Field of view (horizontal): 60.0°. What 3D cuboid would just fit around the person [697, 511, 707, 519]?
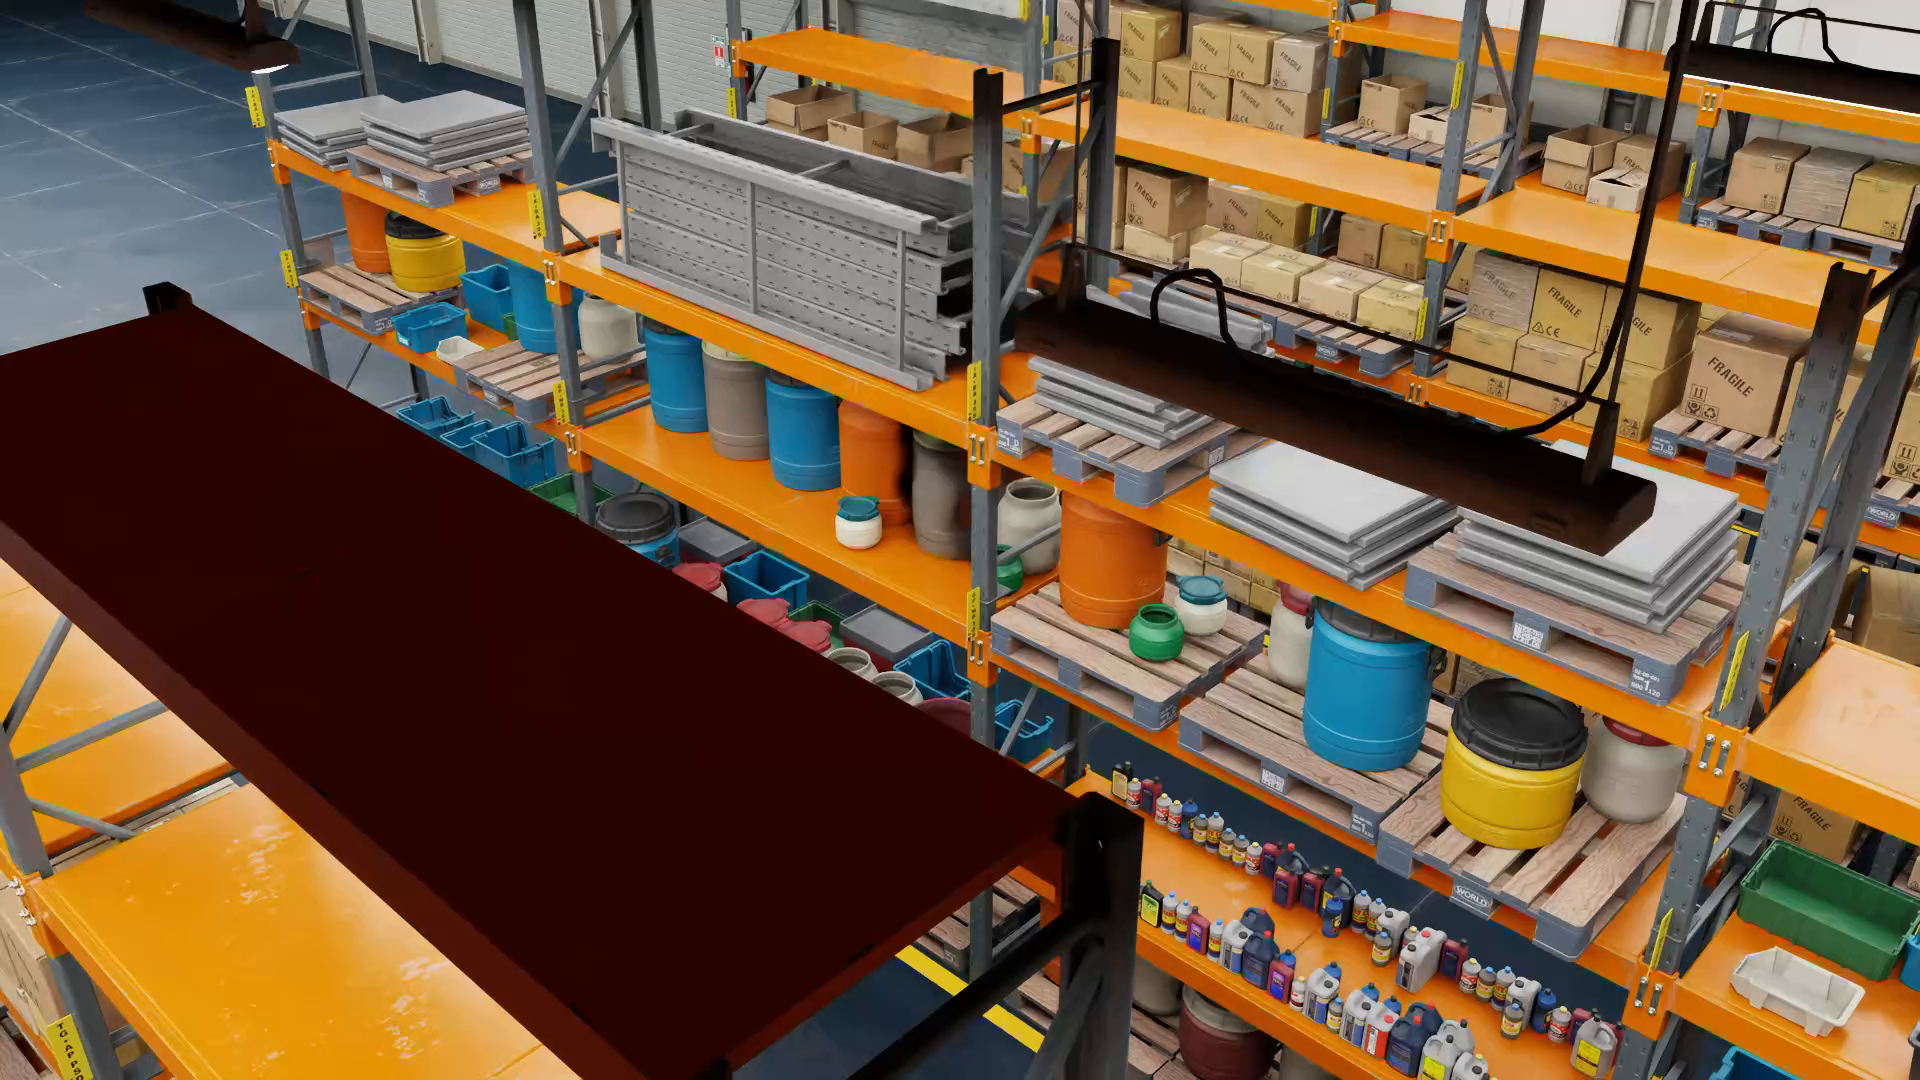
[{"bbox_3d":[-2.199,-0.573,15.502,0.600,1.719,0.695,16,33,27],"label":"person"}]

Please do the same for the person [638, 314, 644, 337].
[{"bbox_3d":[-3.558,-2.851,19.506,0.701,1.808,0.695,-7,30,-13],"label":"person"}]
